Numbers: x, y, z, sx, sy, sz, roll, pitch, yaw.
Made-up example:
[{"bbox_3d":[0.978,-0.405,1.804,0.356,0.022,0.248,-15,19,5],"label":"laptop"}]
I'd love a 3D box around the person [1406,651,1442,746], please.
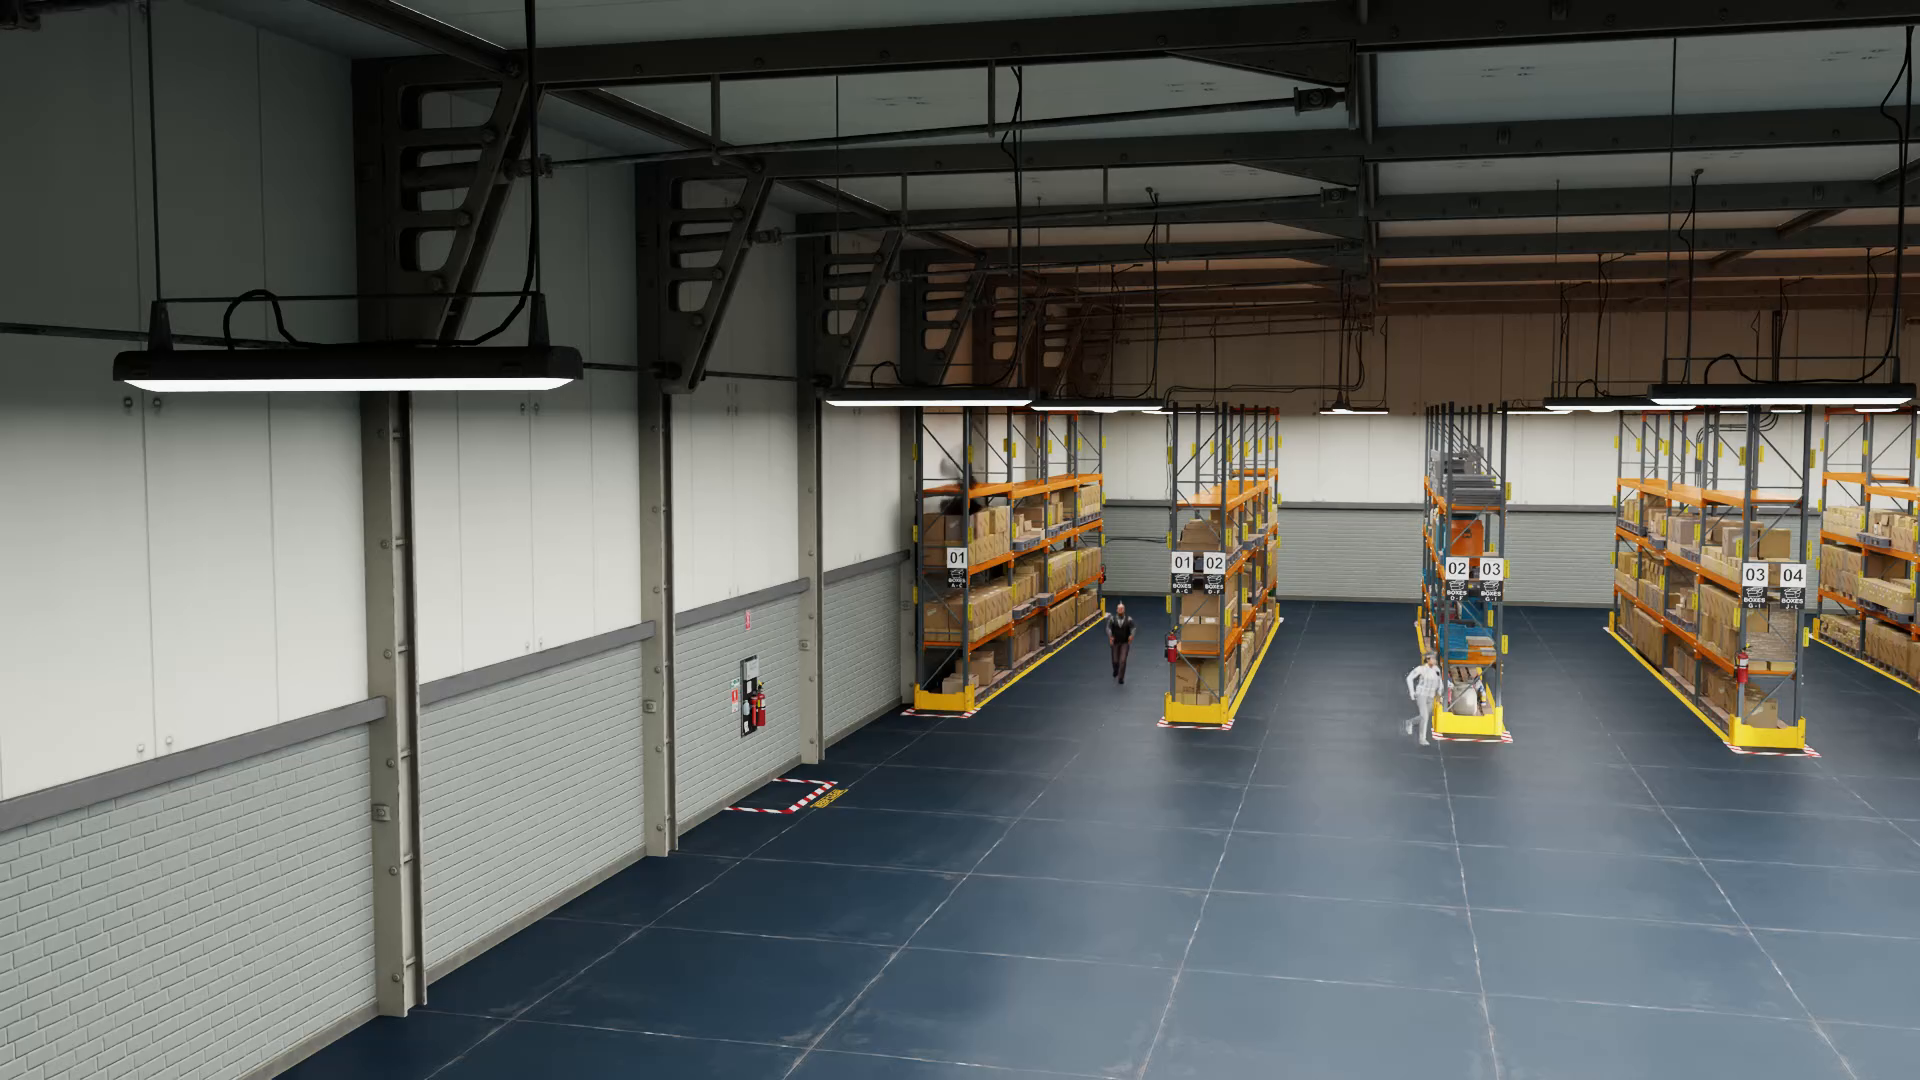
[{"bbox_3d":[8.182,2.751,29.293,0.667,1.636,0.790,-1,4,-19],"label":"person"}]

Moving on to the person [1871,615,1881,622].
[{"bbox_3d":[24.057,1.747,43.298,0.602,1.583,0.611,-3,5,-33],"label":"person"}]

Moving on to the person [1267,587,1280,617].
[{"bbox_3d":[8.791,1.354,47.648,0.729,1.754,0.708,1,4,16],"label":"person"}]

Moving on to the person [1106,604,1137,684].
[{"bbox_3d":[3.494,2.232,35.966,0.682,1.699,0.605,1,4,8],"label":"person"}]
